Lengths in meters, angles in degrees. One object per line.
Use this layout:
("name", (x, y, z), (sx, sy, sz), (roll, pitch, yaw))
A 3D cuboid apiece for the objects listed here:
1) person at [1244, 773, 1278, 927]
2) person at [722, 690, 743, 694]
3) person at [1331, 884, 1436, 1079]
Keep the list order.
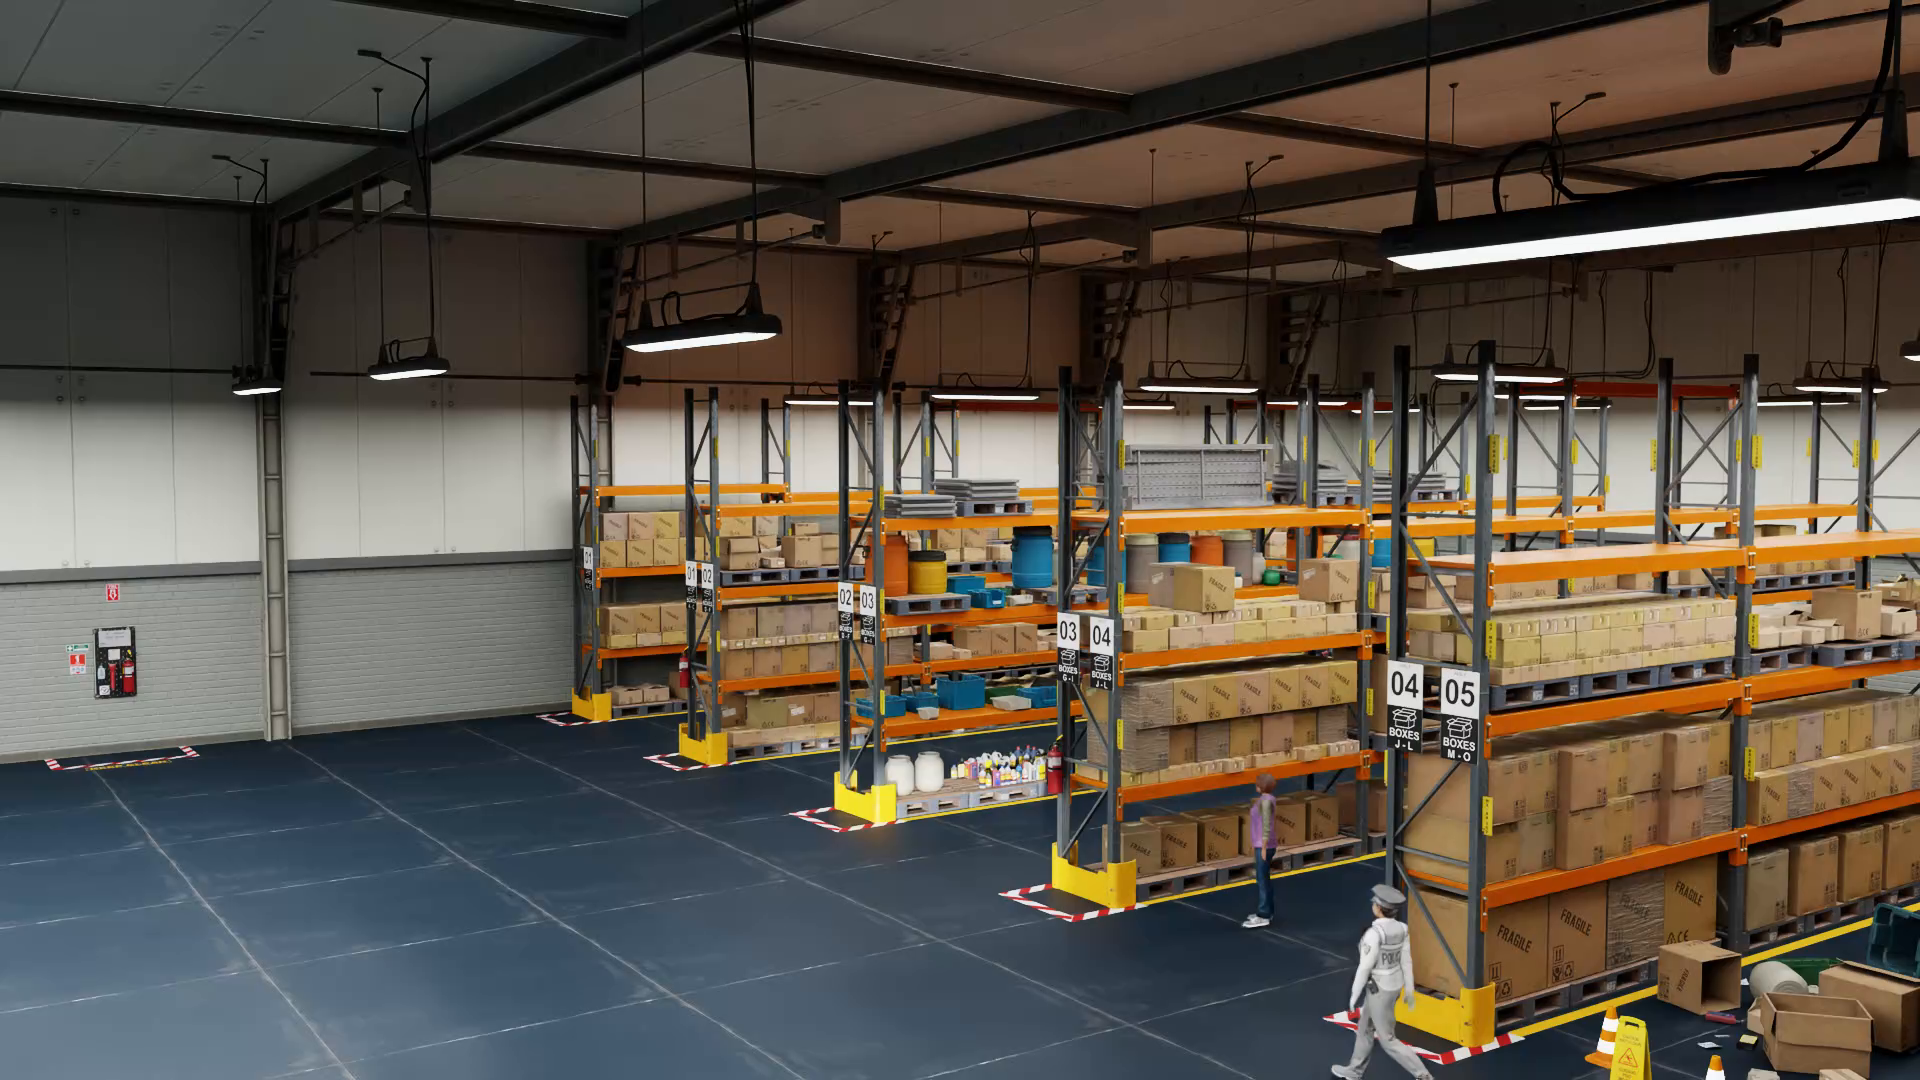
("person", (3.208, 3.297, 17.768), (0.374, 1.597, 0.494), (0, 3, 4))
("person", (-4.201, 2.535, 30.506), (0.402, 1.695, 0.548), (2, 4, 31))
("person", (3.319, 3.548, 13.096), (0.923, 1.644, 0.453), (2, 4, 33))
